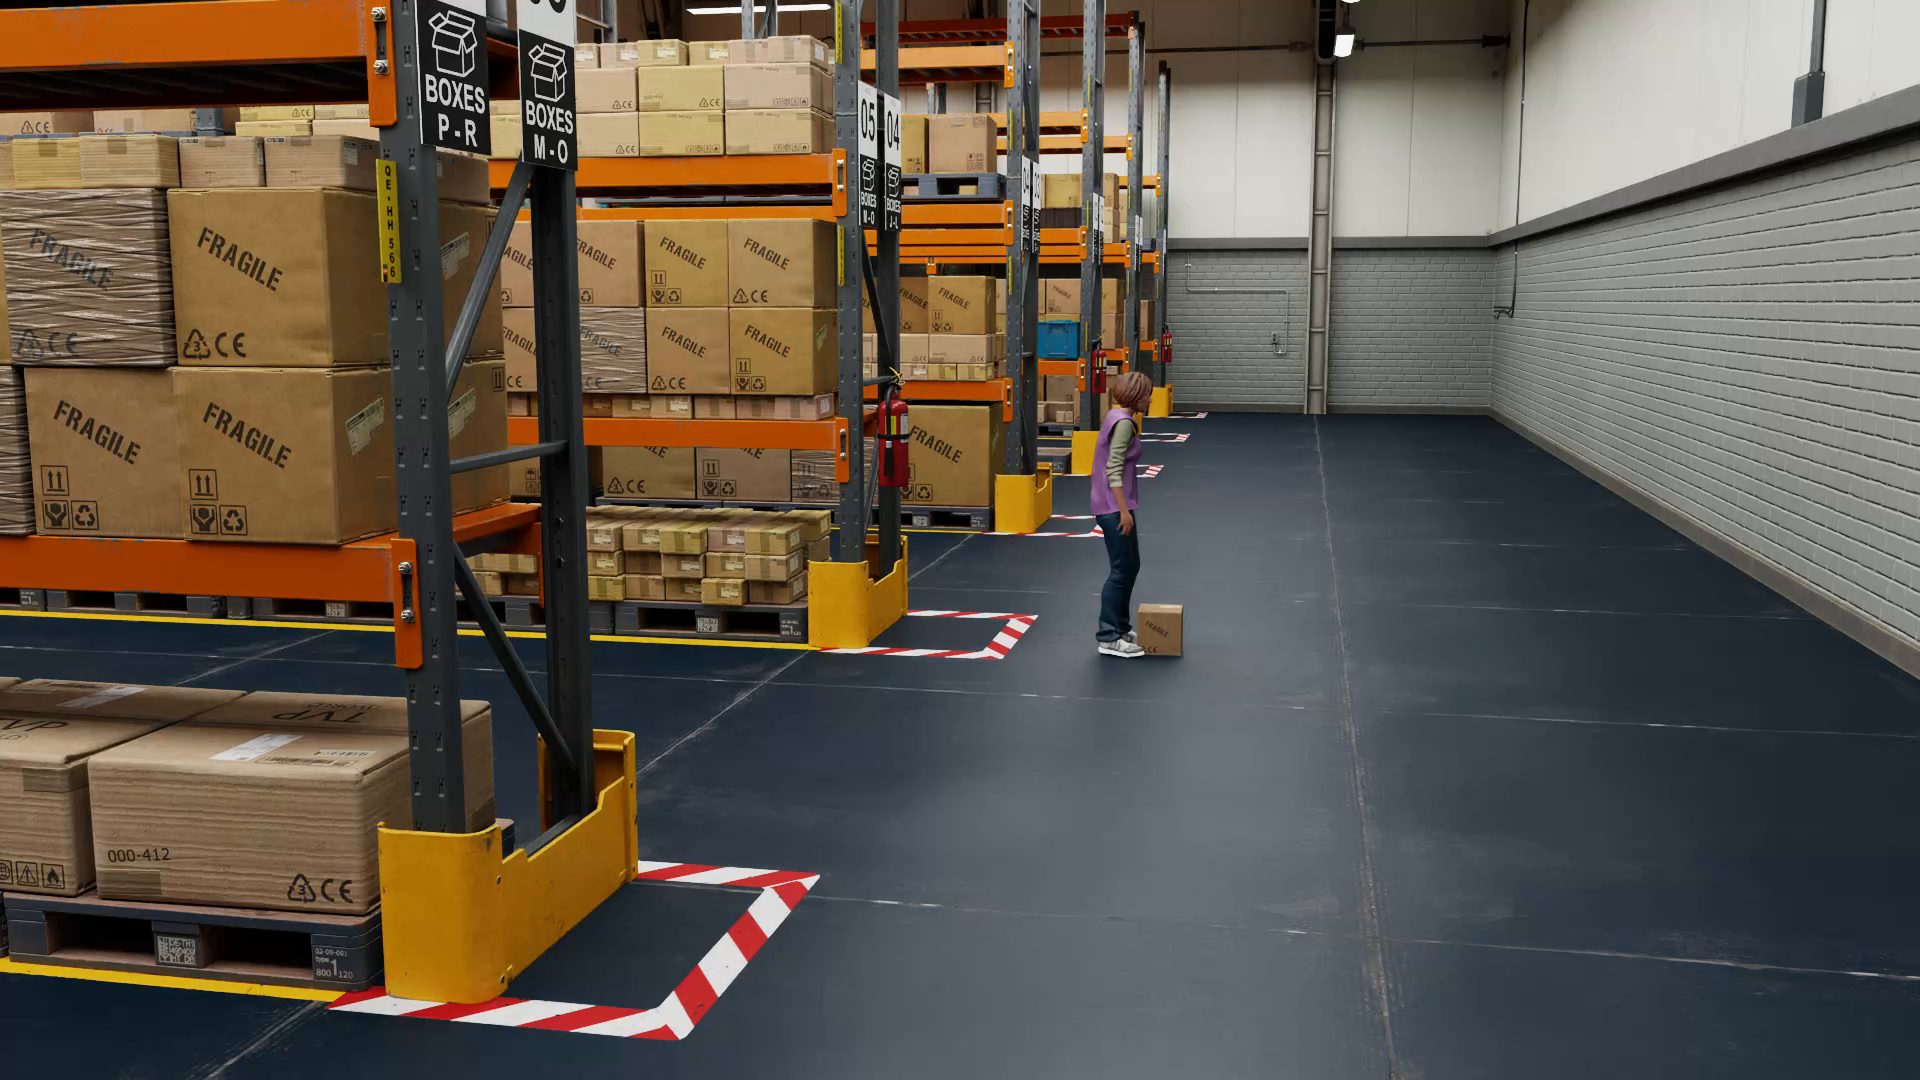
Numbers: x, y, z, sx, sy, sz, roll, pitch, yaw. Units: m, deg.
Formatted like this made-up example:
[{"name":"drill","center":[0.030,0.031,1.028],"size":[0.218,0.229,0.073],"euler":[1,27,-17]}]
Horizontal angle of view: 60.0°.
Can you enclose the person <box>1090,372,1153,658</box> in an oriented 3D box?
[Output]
[{"name":"person","center":[0.927,-0.151,9.456],"size":[0.375,1.581,0.484],"euler":[1,8,8]}]
